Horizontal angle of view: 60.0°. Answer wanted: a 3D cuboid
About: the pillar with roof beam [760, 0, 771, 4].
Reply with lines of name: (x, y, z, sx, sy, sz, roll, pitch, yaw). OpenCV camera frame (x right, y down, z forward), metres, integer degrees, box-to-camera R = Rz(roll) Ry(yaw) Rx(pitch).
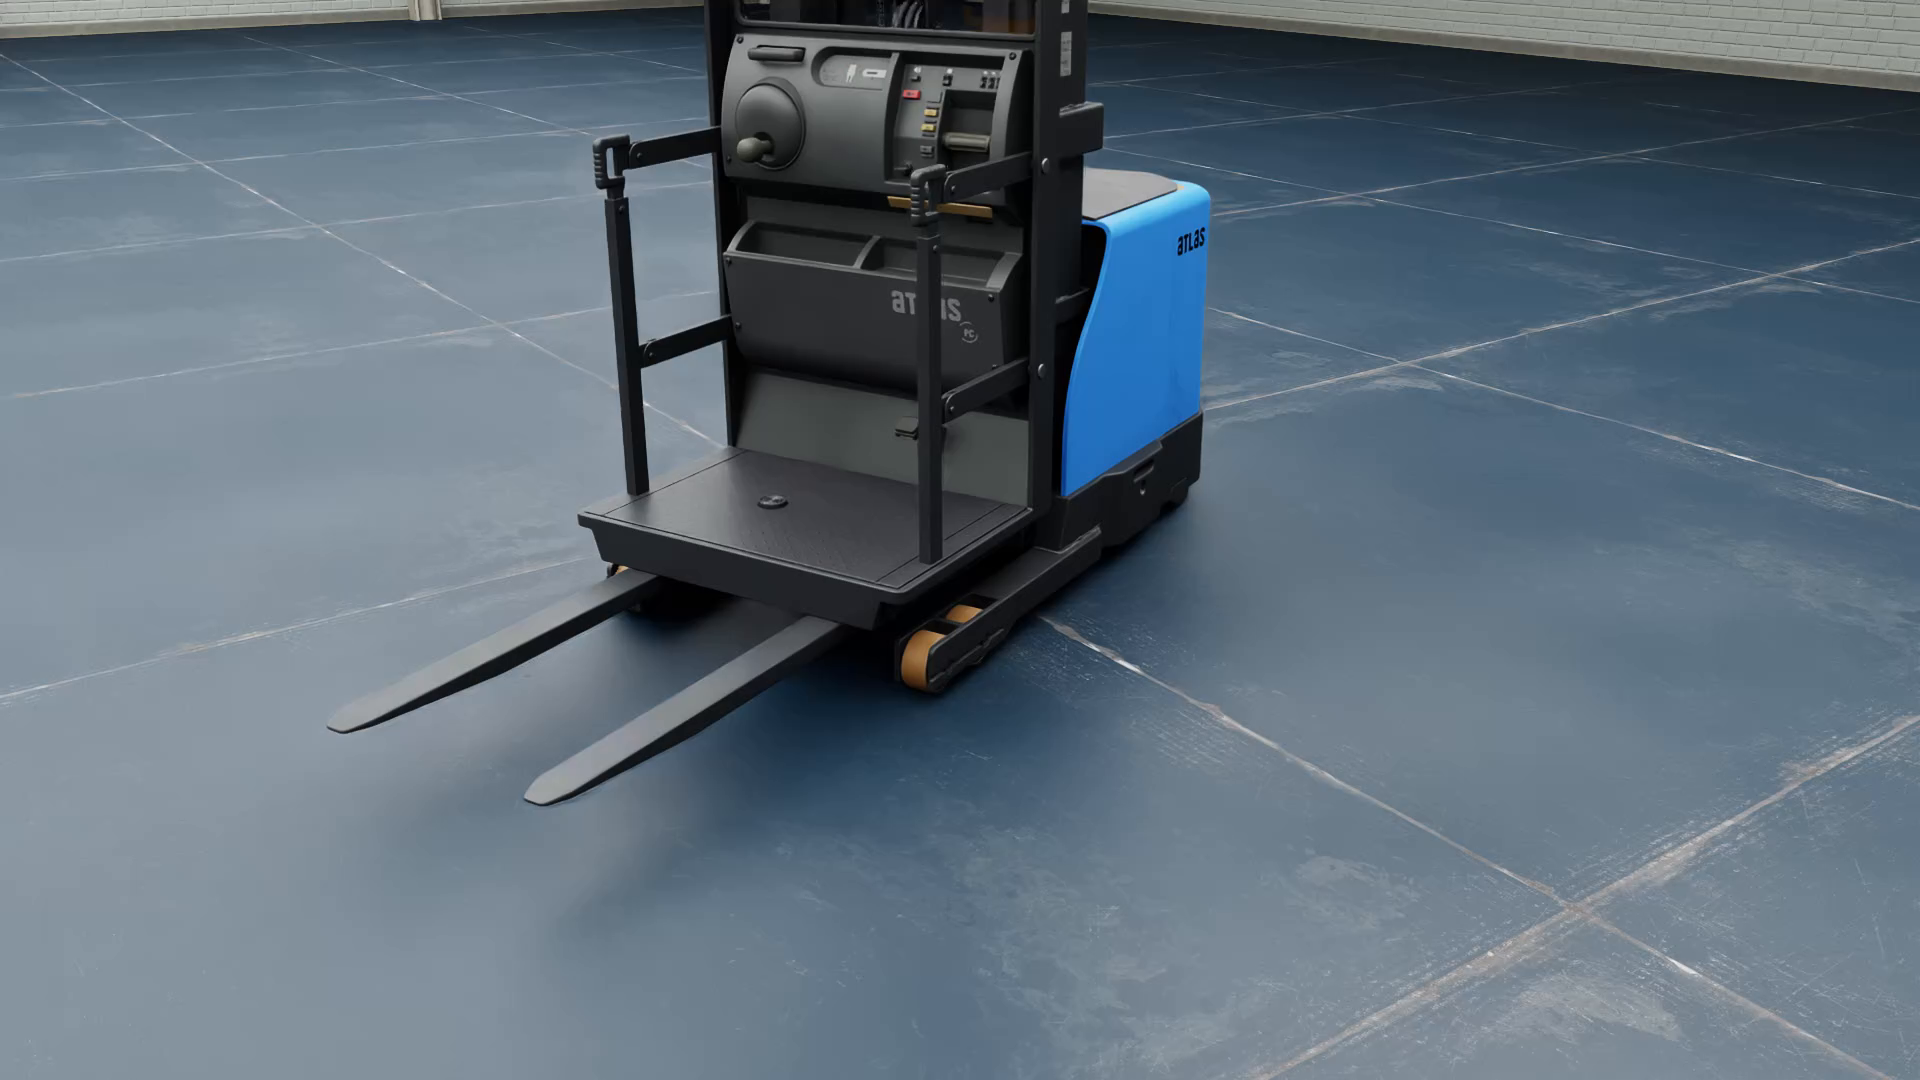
pillar with roof beam: (-0.664, -12.029, 23.400, 0.400, 9.000, 9.100, -15, 26, -33)

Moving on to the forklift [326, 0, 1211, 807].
forklift: (-0.362, -1.152, 4.329, 1.130, 2.935, 3.031, 13, 25, 29)

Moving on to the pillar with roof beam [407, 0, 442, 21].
pillar with roof beam: (-5.535, -10.730, 20.145, 0.400, 9.000, 9.100, -15, 26, -33)
